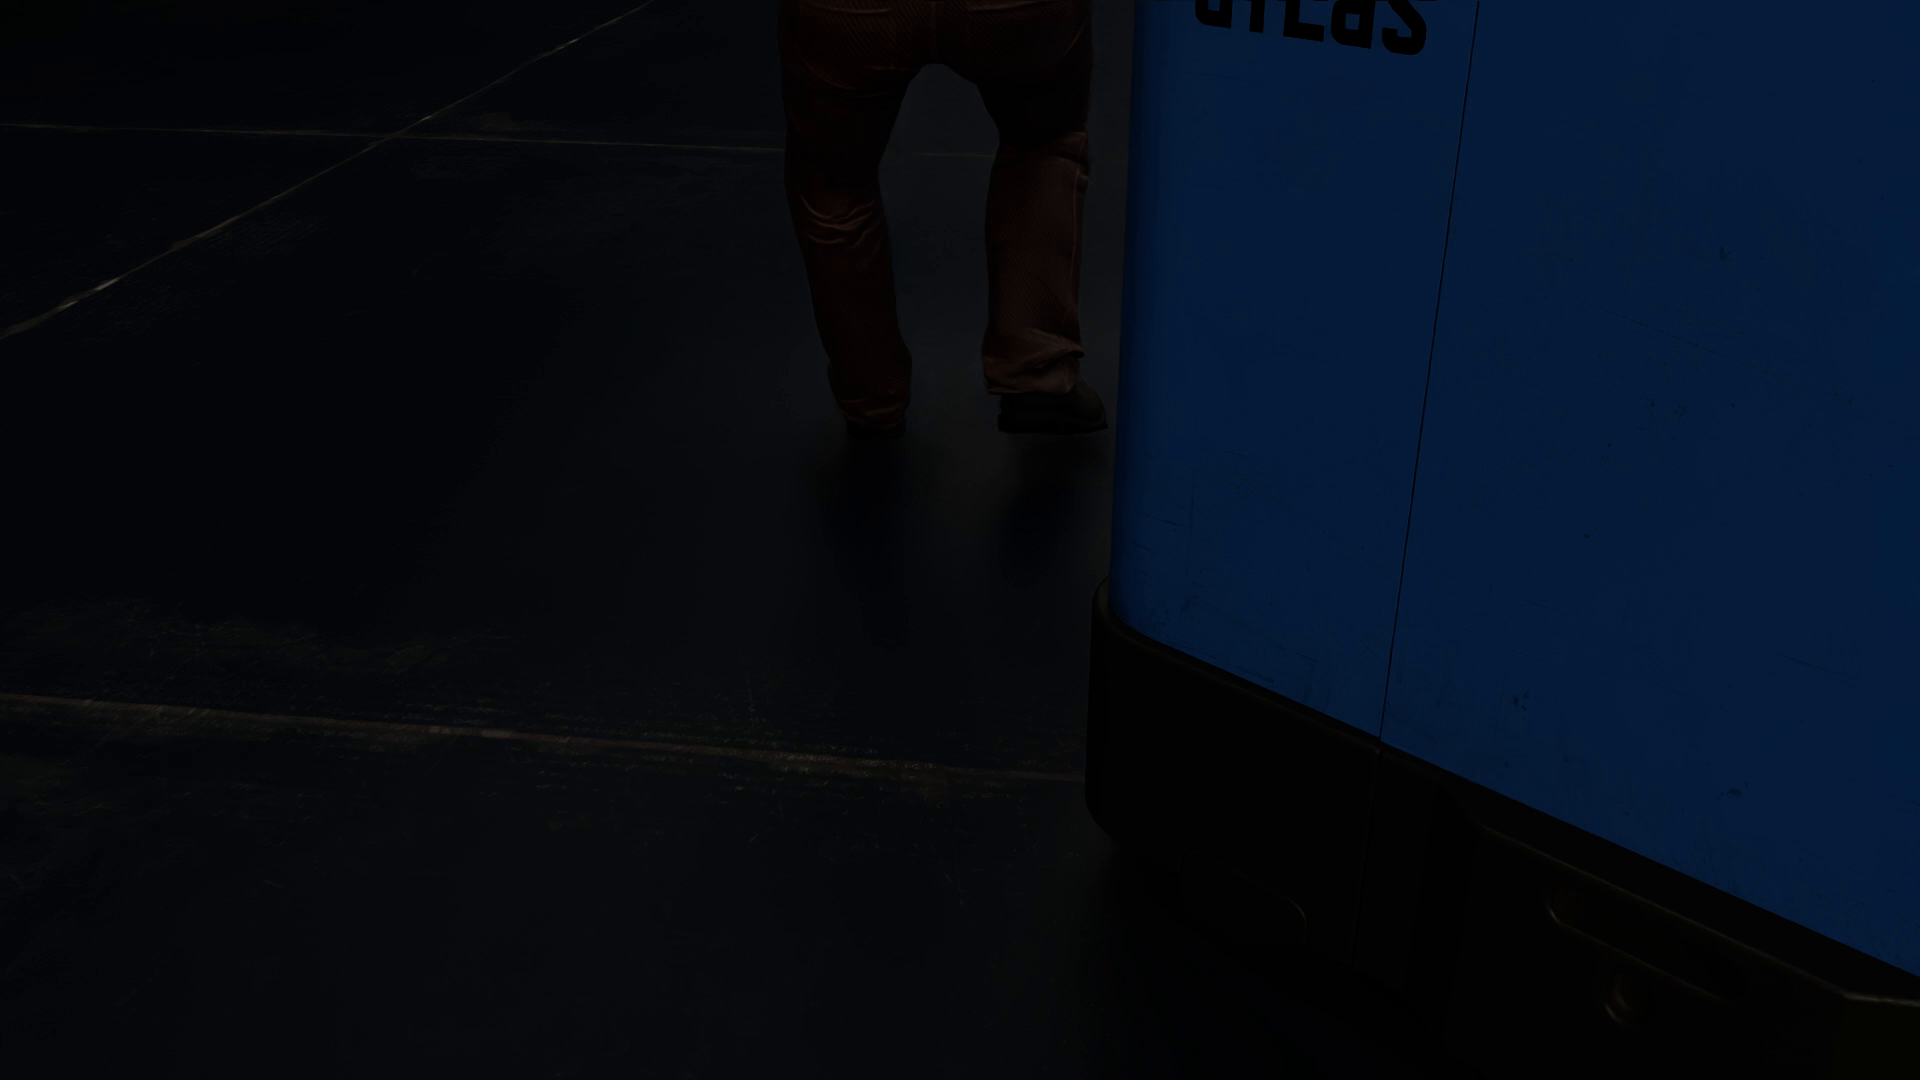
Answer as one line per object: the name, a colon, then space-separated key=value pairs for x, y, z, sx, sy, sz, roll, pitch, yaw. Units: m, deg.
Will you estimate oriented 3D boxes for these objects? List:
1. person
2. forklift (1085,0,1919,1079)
person: x=-0.052 y=-0.861 z=2.418 sx=0.930 sy=1.662 sz=0.716 roll=1 pitch=27 yaw=2
forklift: x=1.544 y=-0.667 z=0.553 sx=3.031 sy=2.935 sz=1.130 roll=23 pitch=35 yaw=38
